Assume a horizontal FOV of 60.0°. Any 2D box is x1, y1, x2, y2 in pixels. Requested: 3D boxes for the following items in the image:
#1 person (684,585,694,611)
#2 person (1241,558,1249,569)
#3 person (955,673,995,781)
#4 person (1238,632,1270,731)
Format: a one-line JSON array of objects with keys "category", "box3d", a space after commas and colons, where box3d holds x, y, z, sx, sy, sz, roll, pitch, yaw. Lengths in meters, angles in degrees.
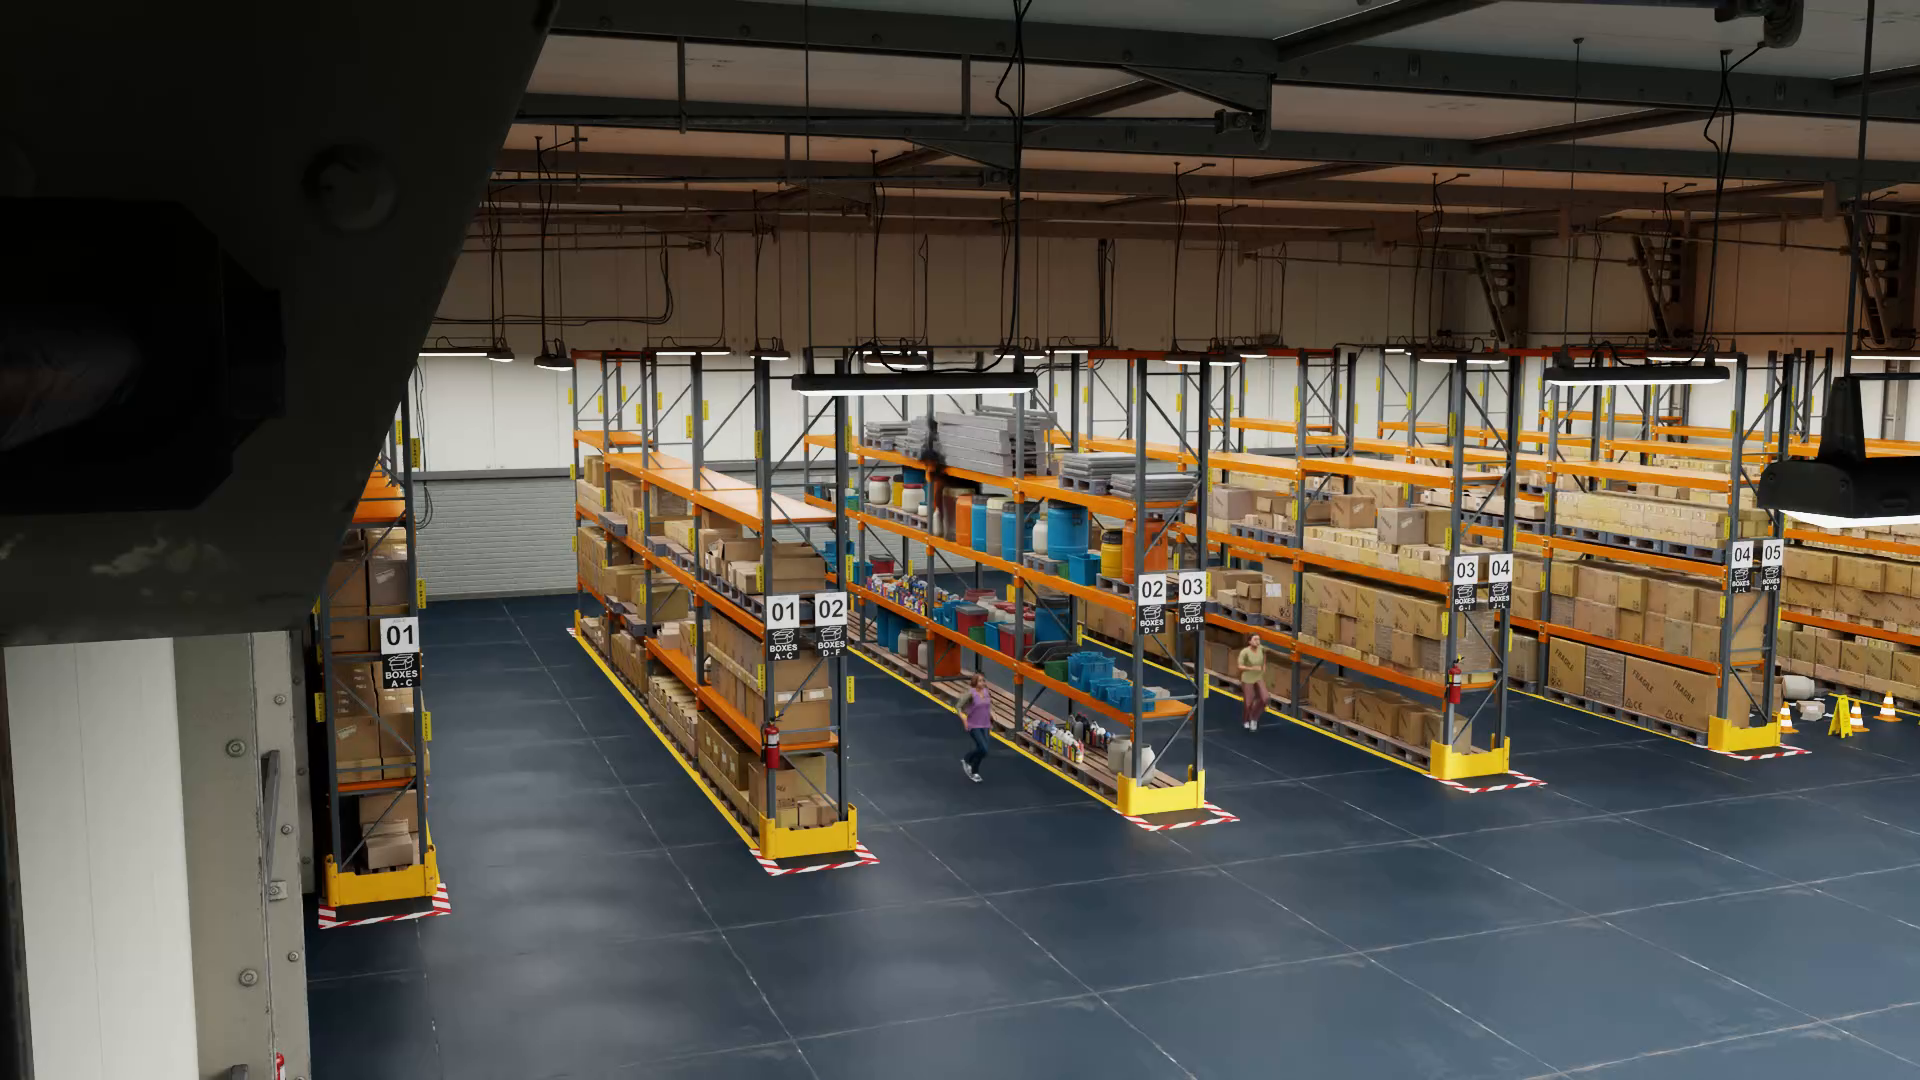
[{"category": "person", "box3d": [-5.961, 1.133, 35.770, 0.593, 1.539, 0.560, 7, 10, 43]}, {"category": "person", "box3d": [7.024, 0.329, 41.546, 0.943, 1.698, 0.752, 6, 9, 40]}, {"category": "person", "box3d": [0.279, 2.653, 23.427, 0.532, 1.556, 0.541, -6, 9, -40]}, {"category": "person", "box3d": [4.643, 2.234, 26.312, 0.611, 1.619, 0.745, -2, 7, -18]}]
